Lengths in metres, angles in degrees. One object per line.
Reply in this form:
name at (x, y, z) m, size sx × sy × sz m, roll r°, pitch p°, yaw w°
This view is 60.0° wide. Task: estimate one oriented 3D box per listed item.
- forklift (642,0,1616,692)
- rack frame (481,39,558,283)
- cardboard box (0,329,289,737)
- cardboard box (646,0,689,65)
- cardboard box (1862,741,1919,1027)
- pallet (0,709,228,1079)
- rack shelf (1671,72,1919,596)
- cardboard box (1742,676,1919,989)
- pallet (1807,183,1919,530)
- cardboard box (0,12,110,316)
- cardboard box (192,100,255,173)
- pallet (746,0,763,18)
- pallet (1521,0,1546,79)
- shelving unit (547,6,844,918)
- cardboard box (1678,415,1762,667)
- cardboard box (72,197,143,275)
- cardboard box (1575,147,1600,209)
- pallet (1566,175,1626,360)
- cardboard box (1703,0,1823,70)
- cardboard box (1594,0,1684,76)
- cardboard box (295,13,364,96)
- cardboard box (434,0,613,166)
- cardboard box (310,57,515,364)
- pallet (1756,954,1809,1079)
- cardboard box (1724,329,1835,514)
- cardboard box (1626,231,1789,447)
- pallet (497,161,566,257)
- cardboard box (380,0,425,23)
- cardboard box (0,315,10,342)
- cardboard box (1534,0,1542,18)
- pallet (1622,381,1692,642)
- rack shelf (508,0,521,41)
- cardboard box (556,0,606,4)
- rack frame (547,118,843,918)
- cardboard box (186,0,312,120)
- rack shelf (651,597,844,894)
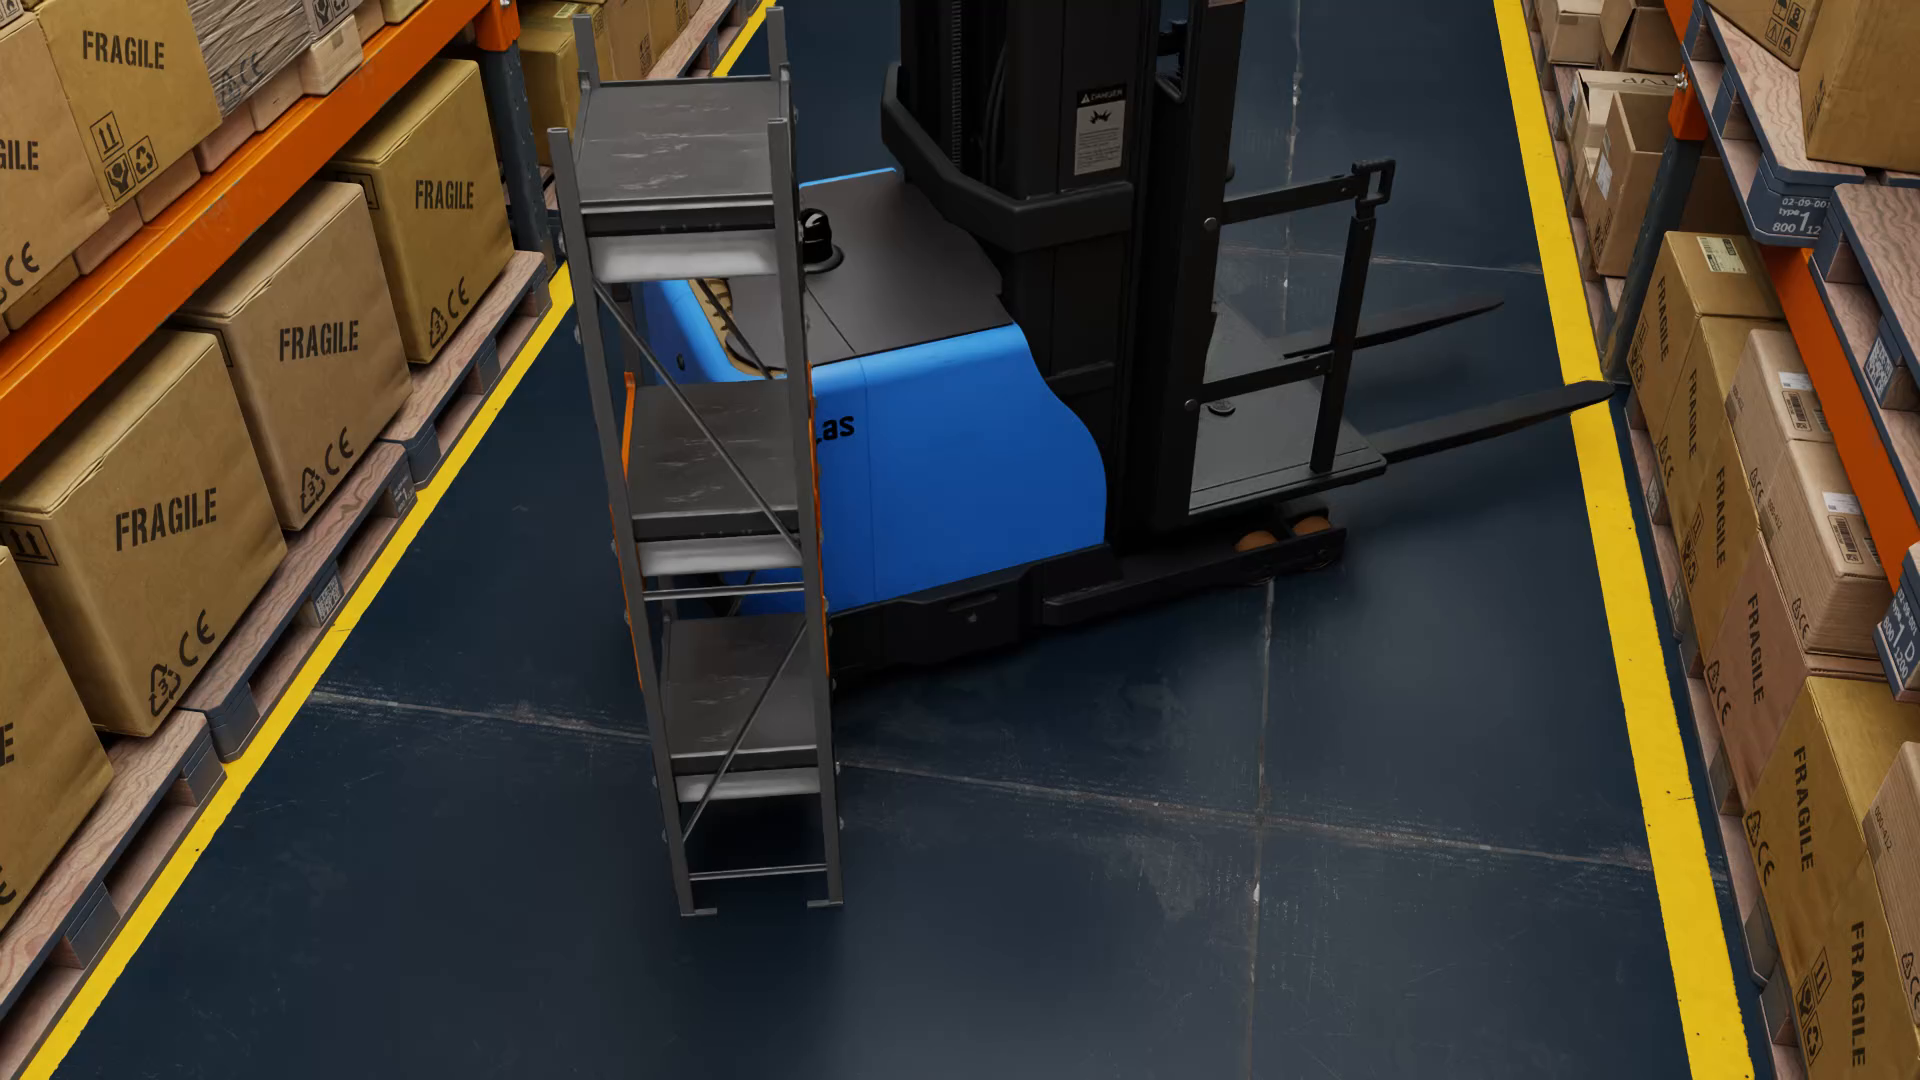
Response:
forklift at (0.642, -1.291, 4.511) m, size 3.031 × 2.935 × 1.130 m, roll -14°, pitch 42°, yaw -17°
rack frame at (-2.083, -2.236, 5.601) m, size 1.000 × 3.000 × 0.127 m, roll 6°, pitch 40°, yaw 8°
cardboard box at (-2.361, -0.055, 4.320) m, size 0.750 × 0.750 × 0.750 m, roll 6°, pitch 40°, yaw 7°
cardboard box at (-1.672, -2.530, 7.588) m, size 0.700 × 0.500 × 0.500 m, roll 7°, pitch 40°, yaw 9°
cardboard box at (2.040, 0.674, 3.109) m, size 0.500 × 0.250 × 0.500 m, roll 8°, pitch 40°, yaw 9°
pallet at (-2.565, 0.862, 4.041) m, size 1.003 × 0.211 × 1.213 m, roll 6°, pitch 40°, yaw 8°
rack shelf at (2.450, -0.160, 3.654) m, size 1.077 × 0.370 × 4.000 m, roll 6°, pitch 40°, yaw 8°
cardboard box at (2.125, 0.674, 3.697) m, size 0.500 × 0.500 × 0.500 m, roll 5°, pitch 40°, yaw 6°
pallet at (2.436, -0.329, 3.445) m, size 1.003 × 0.211 × 1.213 m, roll 6°, pitch 40°, yaw 8°
cardboard box at (-2.253, -0.802, 3.539) m, size 0.500 × 0.500 × 0.500 m, roll 6°, pitch 40°, yaw 7°
cardboard box at (-2.126, -1.111, 4.422) m, size 0.380 × 0.149 × 0.250 m, roll 5°, pitch 40°, yaw 6°
pallet at (-1.452, -3.161, 8.908) m, size 1.003 × 0.211 × 1.213 m, roll 6°, pitch 40°, yaw 8°
pallet at (3.338, -2.580, 8.205) m, size 1.003 × 0.211 × 1.213 m, roll 6°, pitch 40°, yaw 8°
shelving unit at (-0.514, -0.044, 3.655) m, size 0.431 × 2.100 × 0.503 m, roll -3°, pitch 40°, yaw -4°
cardboard box at (2.297, 0.027, 4.480) m, size 0.500 × 0.500 × 0.500 m, roll 7°, pitch 40°, yaw 8°
cardboard box at (-2.236, -0.782, 4.023) m, size 0.380 × 0.149 × 0.250 m, roll 7°, pitch 40°, yaw 8°
cardboard box at (2.621, -1.394, 6.474) m, size 0.380 × 0.149 × 0.250 m, roll 6°, pitch 40°, yaw 8°
pallet at (2.916, -1.049, 6.353) m, size 1.003 × 0.211 × 1.213 m, roll 6°, pitch 40°, yaw 8°
cardboard box at (2.494, -1.620, 4.447) m, size 0.700 × 0.500 × 0.500 m, roll -6°, pitch 40°, yaw -7°
cardboard box at (3.116, -2.079, 7.025) m, size 0.797 × 0.503 × 0.637 m, roll 6°, pitch 40°, yaw 8°
cardboard box at (-1.960, -1.413, 4.786) m, size 0.380 × 0.149 × 0.250 m, roll 6°, pitch 40°, yaw 8°
cardboard box at (-1.853, -1.893, 6.817) m, size 0.700 × 0.500 × 0.500 m, roll 7°, pitch 40°, yaw 8°
cardboard box at (-2.068, -1.147, 5.641) m, size 0.750 × 0.750 × 0.750 m, roll 7°, pitch 40°, yaw 8°
pallet at (2.270, 1.428, 3.357) m, size 1.003 × 0.211 × 1.213 m, roll 6°, pitch 40°, yaw 8°
cardboard box at (2.299, -0.283, 4.267) m, size 0.500 × 0.250 × 0.500 m, roll 6°, pitch 40°, yaw 8°
cardboard box at (2.473, -0.622, 5.265) m, size 0.500 × 0.500 × 0.500 m, roll 5°, pitch 40°, yaw 6°
pallet at (-1.875, -1.630, 7.056) m, size 1.003 × 0.211 × 1.213 m, roll 6°, pitch 40°, yaw 8°
cardboard box at (-1.883, -1.743, 5.185) m, size 0.380 × 0.149 × 0.250 m, roll 7°, pitch 40°, yaw 8°
cardboard box at (-2.350, -0.468, 3.643) m, size 0.380 × 0.149 × 0.250 m, roll 7°, pitch 40°, yaw 9°
cardboard box at (3.028, -2.689, 7.961) m, size 0.500 × 0.250 × 0.500 m, roll 6°, pitch 40°, yaw 8°
pallet at (2.693, -0.103, 5.209) m, size 1.003 × 0.211 × 1.213 m, roll 6°, pitch 40°, yaw 8°
rack shelf at (-1.737, -3.214, 7.348) m, size 1.077 × 0.370 × 4.000 m, roll 6°, pitch 40°, yaw 8°
cardboard box at (-1.614, -2.338, 6.846) m, size 0.380 × 0.149 × 0.250 m, roll 8°, pitch 40°, yaw 9°
rack frame at (-0.491, 0.111, 3.468) m, size 0.400 × 2.100 × 0.015 m, roll -3°, pitch 40°, yaw -4°
cardboard box at (-2.089, -1.444, 4.315) m, size 0.500 × 0.500 × 0.500 m, roll 6°, pitch 40°, yaw 8°
rack shelf at (-0.514, 0.506, 4.110) m, size 0.431 × 0.518 × 0.480 m, roll -3°, pitch 40°, yaw -4°
